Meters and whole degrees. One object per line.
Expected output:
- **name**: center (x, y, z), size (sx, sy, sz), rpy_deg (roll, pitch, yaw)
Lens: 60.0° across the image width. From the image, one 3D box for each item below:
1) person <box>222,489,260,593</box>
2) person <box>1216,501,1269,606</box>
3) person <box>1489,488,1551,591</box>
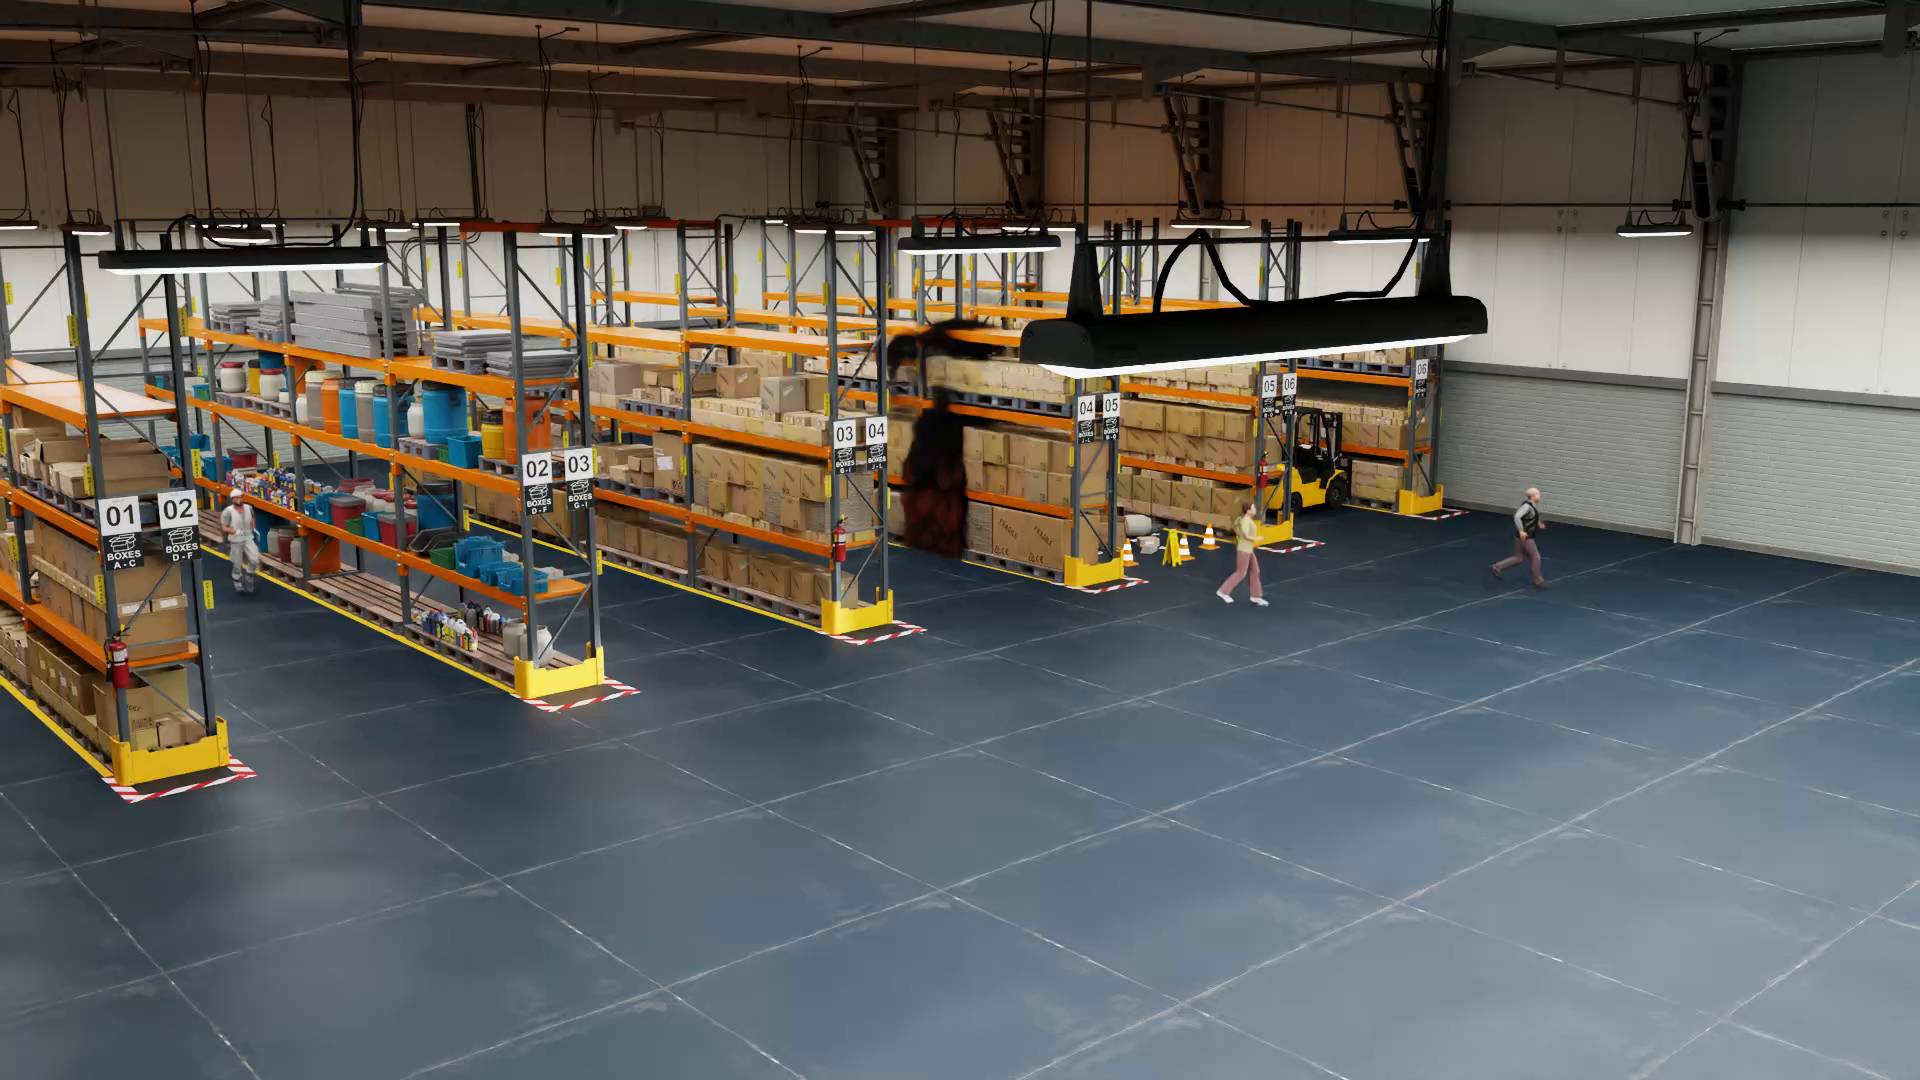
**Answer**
- **person**: center (-11.737, 0.028, 27.217), size (0.640, 1.757, 0.764), rpy_deg (-11, 16, -42)
- **person**: center (4.540, 0.210, 26.582), size (0.838, 1.704, 0.592), rpy_deg (2, 12, 10)
- **person**: center (9.365, -0.023, 27.652), size (1.010, 1.722, 0.678), rpy_deg (3, 12, 16)
